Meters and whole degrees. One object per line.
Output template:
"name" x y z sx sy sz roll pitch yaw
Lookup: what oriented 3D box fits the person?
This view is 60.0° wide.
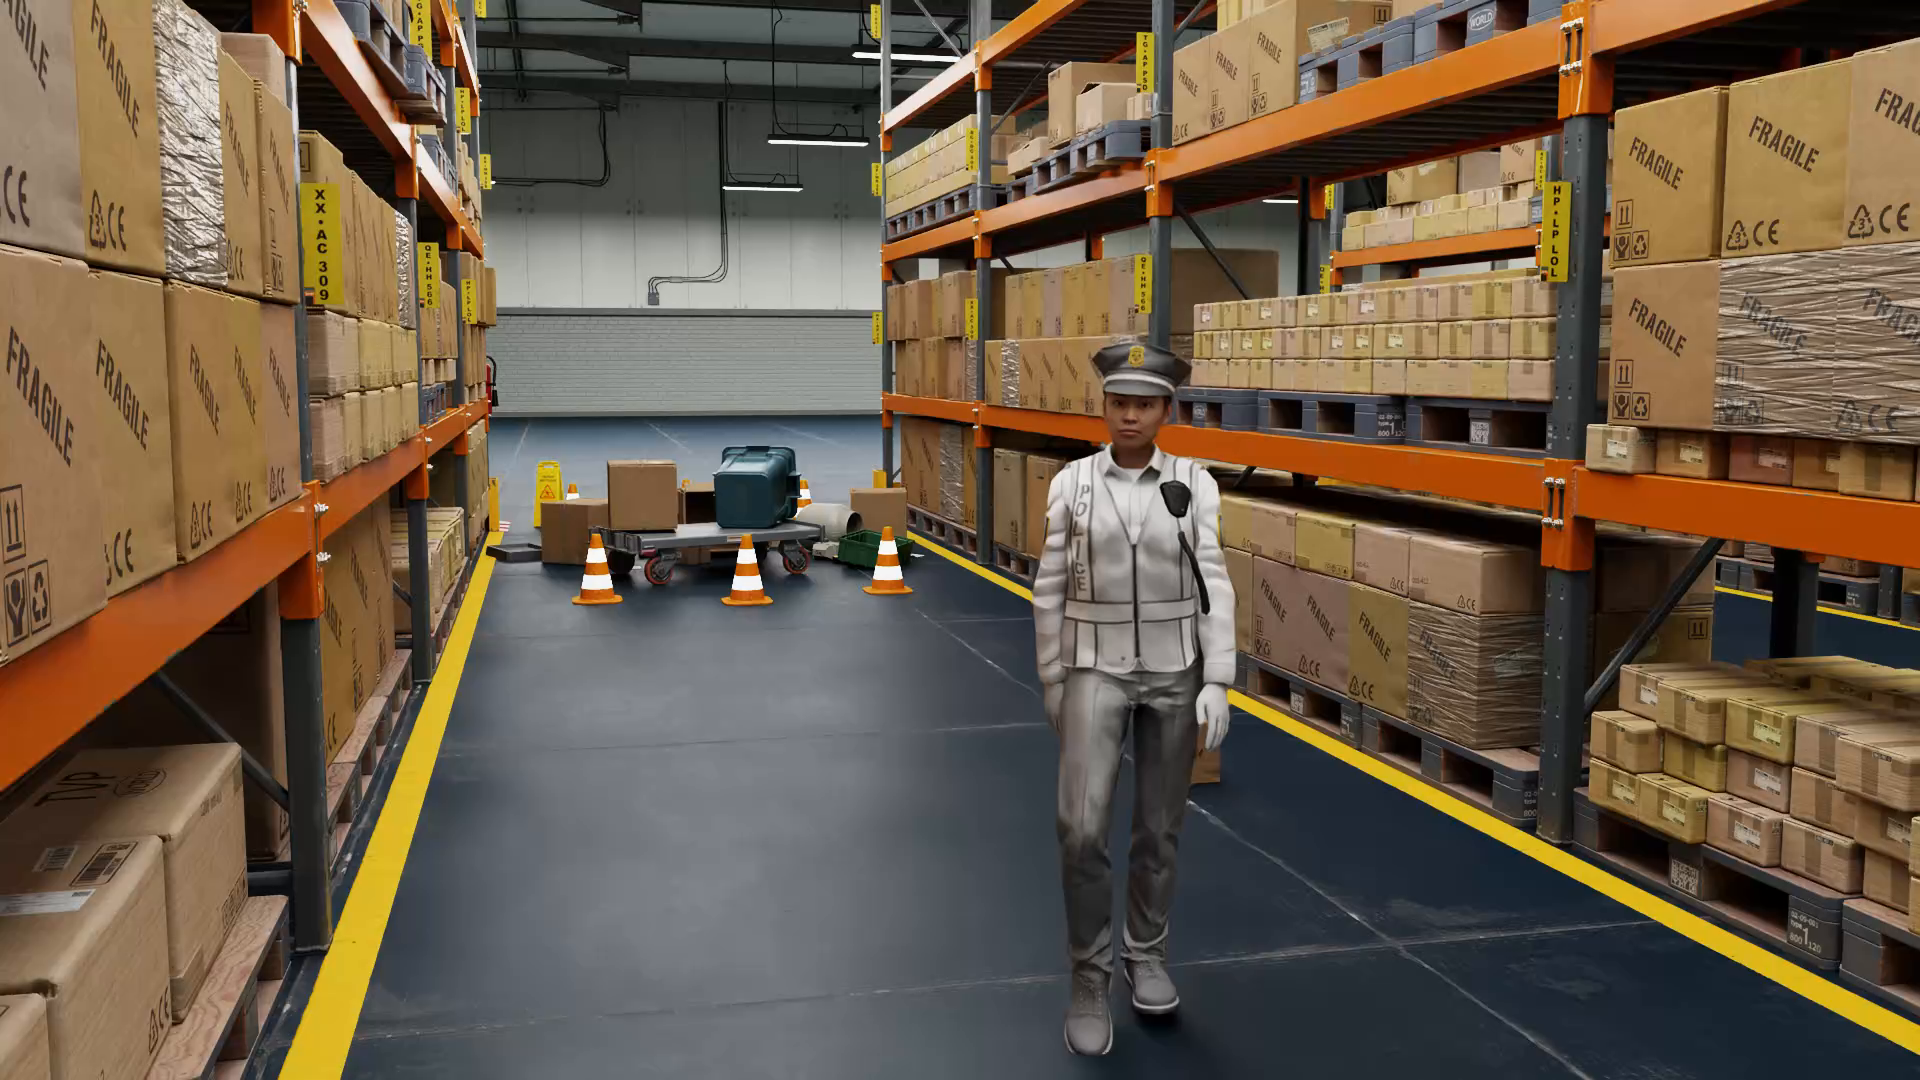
"person" 0.427 0.381 4.094 0.491 1.728 0.478 0 6 1
